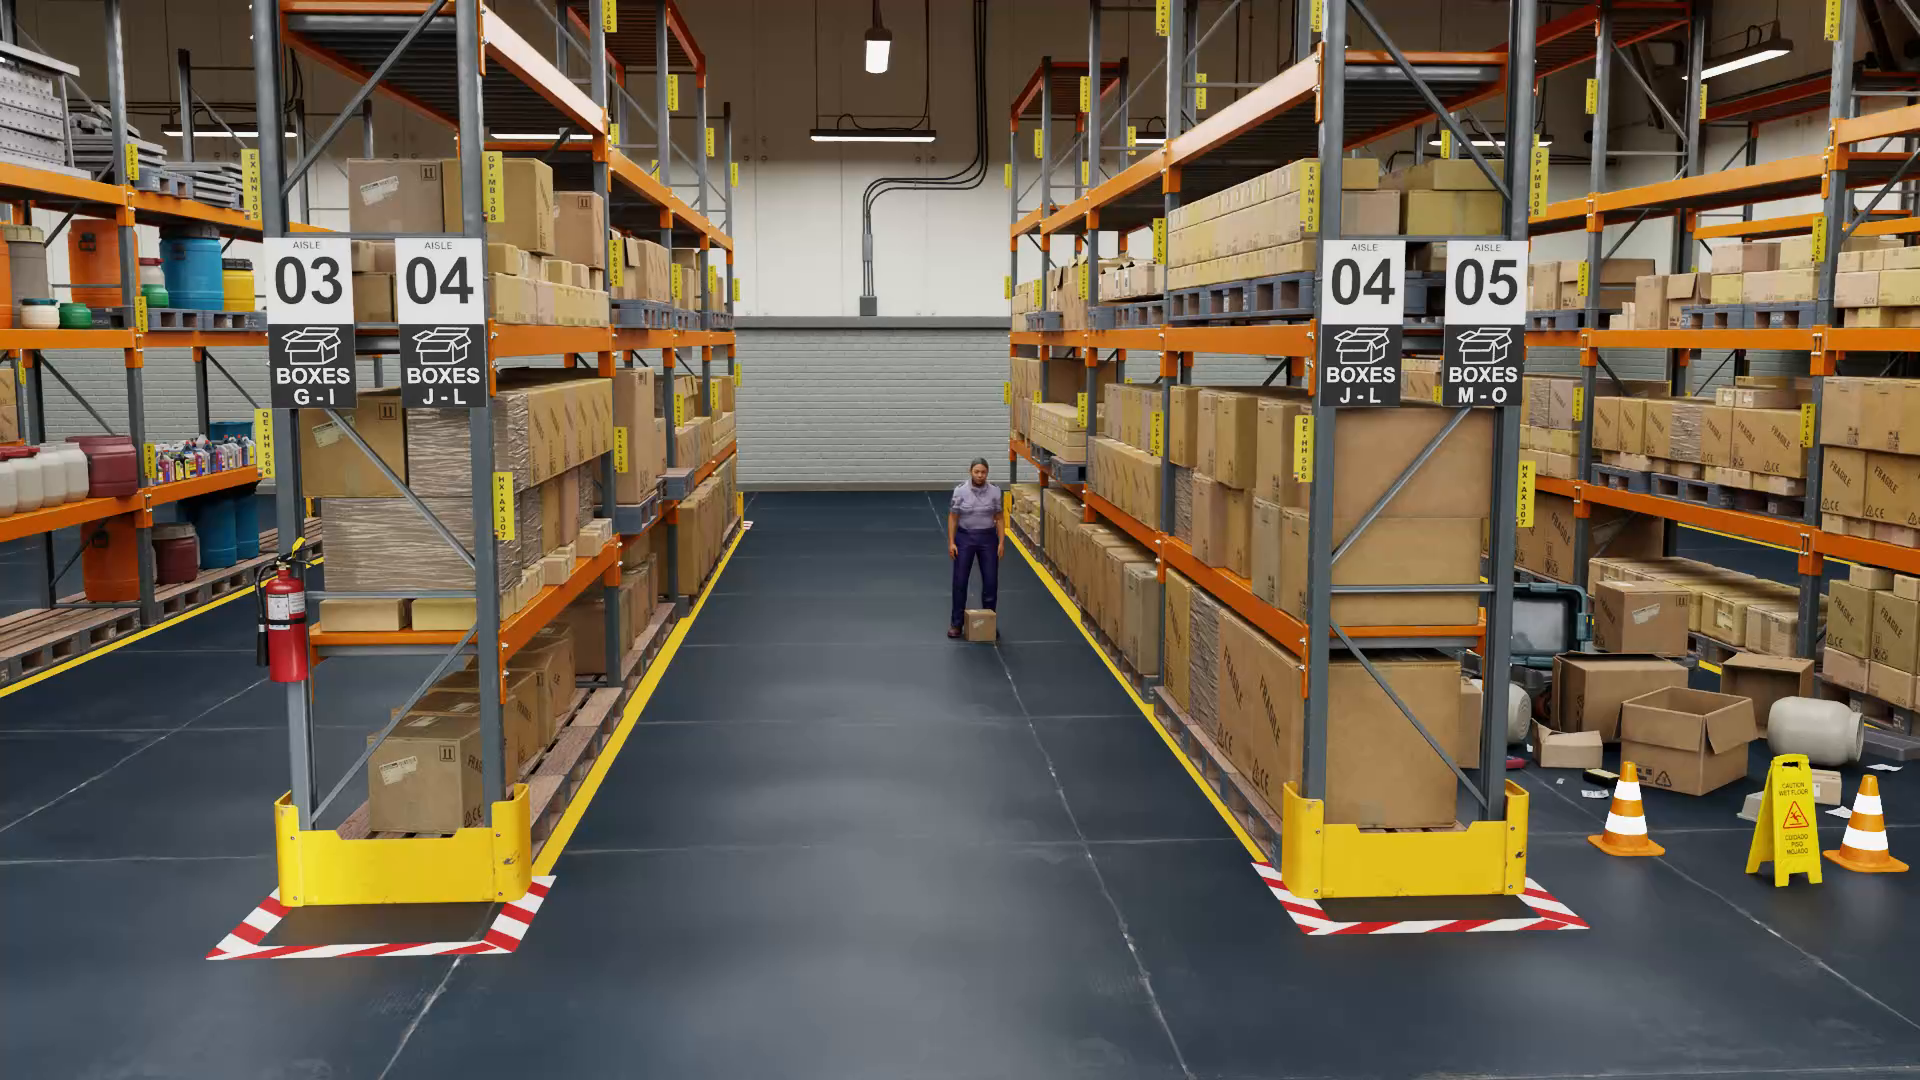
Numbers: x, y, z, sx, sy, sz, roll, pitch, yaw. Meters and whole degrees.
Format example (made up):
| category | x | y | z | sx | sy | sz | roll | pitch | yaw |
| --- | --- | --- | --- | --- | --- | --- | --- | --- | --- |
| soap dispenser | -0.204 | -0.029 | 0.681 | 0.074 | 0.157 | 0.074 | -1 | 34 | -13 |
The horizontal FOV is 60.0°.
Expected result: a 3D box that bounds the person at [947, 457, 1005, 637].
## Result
| category | x | y | z | sx | sy | sz | roll | pitch | yaw |
| --- | --- | --- | --- | --- | --- | --- | --- | --- | --- |
| person | 0.140 | 0.055 | 15.331 | 0.536 | 1.652 | 0.371 | -1 | 7 | -5 |
